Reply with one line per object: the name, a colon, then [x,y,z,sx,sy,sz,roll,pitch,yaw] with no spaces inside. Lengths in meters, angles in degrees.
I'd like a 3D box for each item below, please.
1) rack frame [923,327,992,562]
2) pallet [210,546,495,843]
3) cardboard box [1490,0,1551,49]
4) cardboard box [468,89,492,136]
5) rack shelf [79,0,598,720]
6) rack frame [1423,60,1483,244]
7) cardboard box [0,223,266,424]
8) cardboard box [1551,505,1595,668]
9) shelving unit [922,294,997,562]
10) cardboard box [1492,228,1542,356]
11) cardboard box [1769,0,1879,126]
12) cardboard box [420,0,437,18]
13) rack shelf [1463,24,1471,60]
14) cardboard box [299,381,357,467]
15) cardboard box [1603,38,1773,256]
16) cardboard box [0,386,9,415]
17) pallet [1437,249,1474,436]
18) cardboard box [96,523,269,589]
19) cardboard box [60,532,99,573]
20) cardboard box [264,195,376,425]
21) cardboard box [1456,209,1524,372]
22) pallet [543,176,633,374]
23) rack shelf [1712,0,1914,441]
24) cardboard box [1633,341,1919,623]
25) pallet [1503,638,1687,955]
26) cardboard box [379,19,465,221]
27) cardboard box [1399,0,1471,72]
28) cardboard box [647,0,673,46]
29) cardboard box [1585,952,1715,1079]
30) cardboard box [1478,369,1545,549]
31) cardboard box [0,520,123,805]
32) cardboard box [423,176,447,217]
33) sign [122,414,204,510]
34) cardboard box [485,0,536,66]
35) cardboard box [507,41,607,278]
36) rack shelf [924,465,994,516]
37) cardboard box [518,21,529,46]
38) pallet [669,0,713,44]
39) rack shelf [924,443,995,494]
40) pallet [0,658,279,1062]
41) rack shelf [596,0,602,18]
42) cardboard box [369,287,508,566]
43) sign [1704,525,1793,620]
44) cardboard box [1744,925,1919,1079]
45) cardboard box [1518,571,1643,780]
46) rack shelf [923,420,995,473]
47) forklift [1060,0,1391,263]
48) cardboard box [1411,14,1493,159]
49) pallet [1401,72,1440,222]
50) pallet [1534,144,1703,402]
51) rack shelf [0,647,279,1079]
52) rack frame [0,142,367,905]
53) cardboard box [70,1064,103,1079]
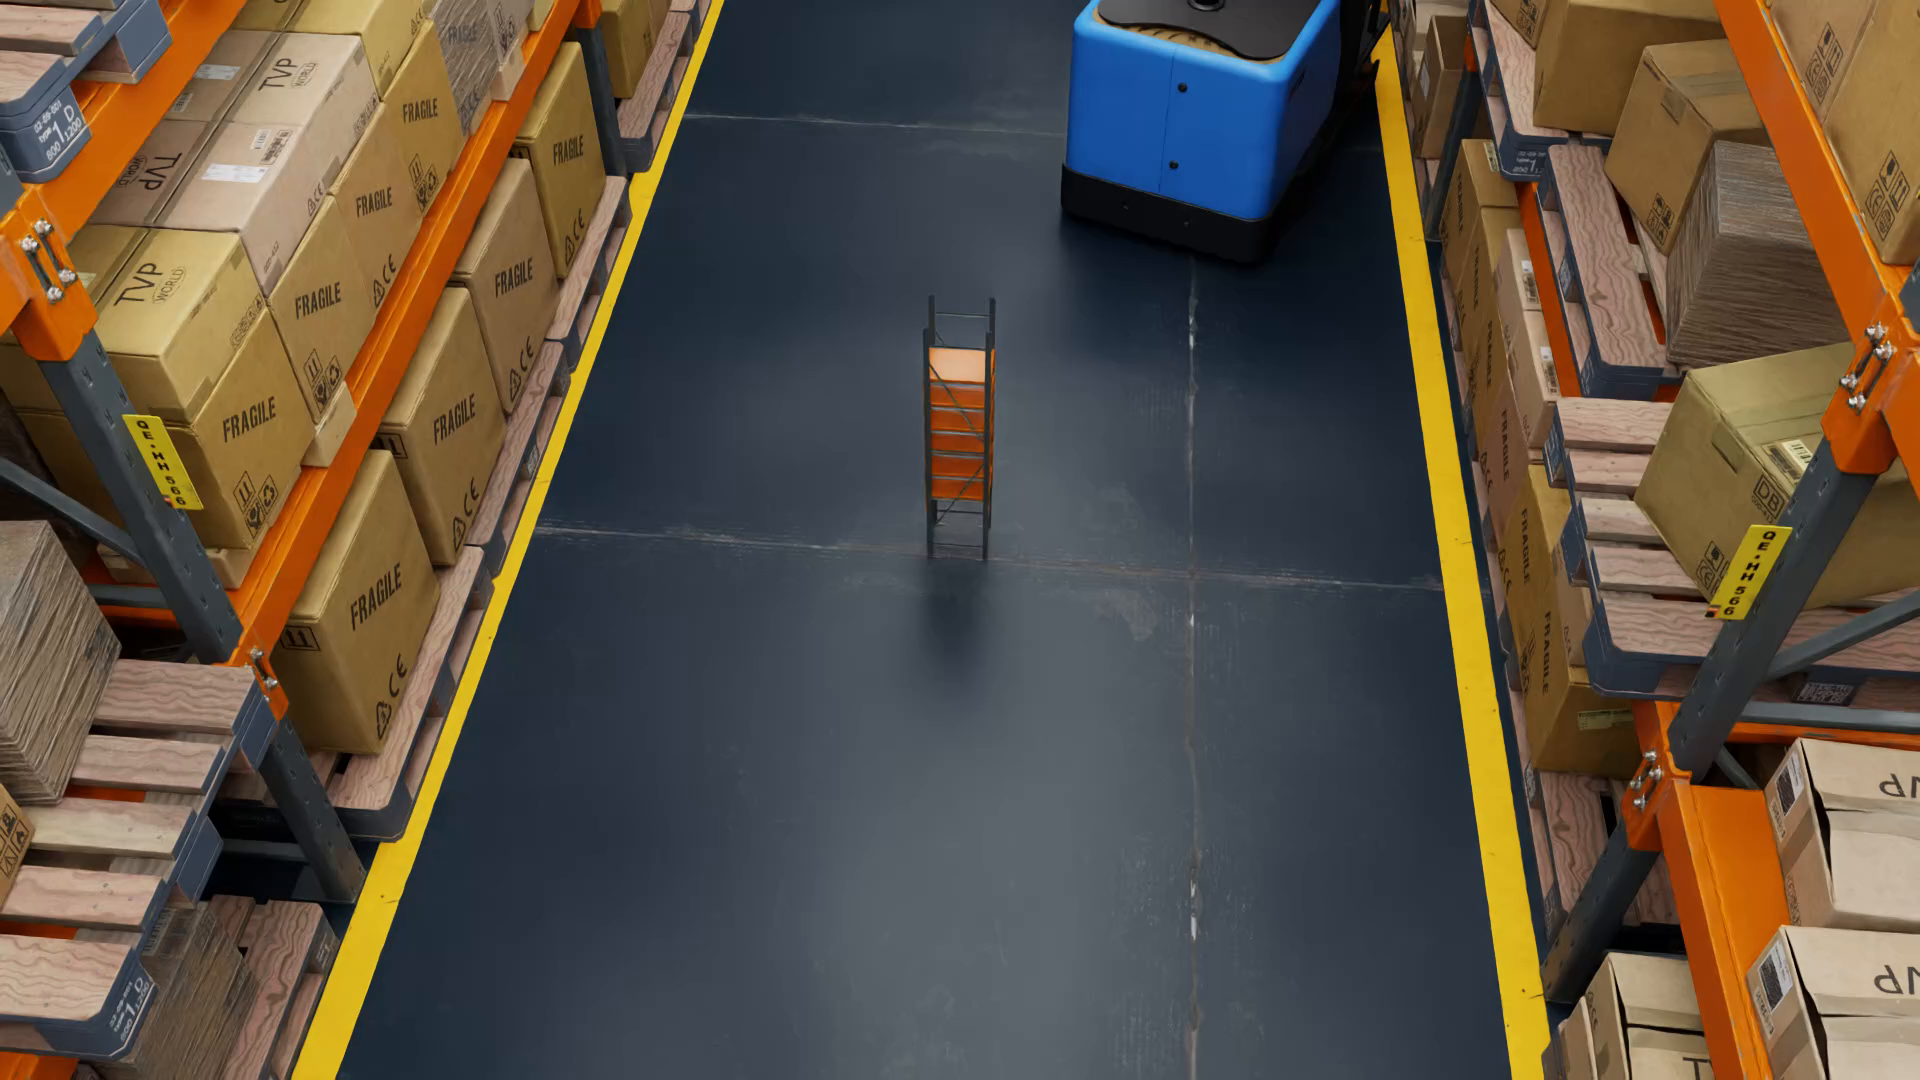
rack frame: [-0.010,-0.327,6.236,0.240,1.200,0.006,4,48,4]
pallet: [-2.389,0.510,6.141,1.003,0.211,1.213,4,48,4]
cardboard box: [2.496,-2.308,6.476,0.700,0.500,0.500,-11,48,-10]
cardboard box: [-2.043,-1.703,6.432,0.380,0.149,0.250,4,48,4]
rack shelf: [-2.354,-1.084,6.196,1.077,0.370,4.000,4,48,4]
rack frame: [2.762,-2.466,6.973,1.000,3.000,0.127,4,48,4]
cardboard box: [-2.235,-0.589,4.464,0.500,0.250,0.500,5,48,4]
cardboard box: [2.250,0.171,5.449,0.500,0.250,0.500,6,48,5]
shelving unit: [-0.001,-0.394,6.298,0.258,1.200,0.189,4,48,4]
cardboard box: [2.384,-0.950,6.474,0.500,0.250,0.500,4,48,4]
cardboard box: [2.450,-1.270,3.779,0.910,0.500,0.500,4,48,4]
cardboard box: [-2.062,-2.080,5.829,0.500,0.250,0.500,5,48,4]
rack shelf: [2.944,-3.693,8.582,1.077,0.370,4.000,4,48,4]
cardboard box: [-2.135,-0.380,5.221,0.380,0.149,0.250,5,48,5]
cardboard box: [2.662,-1.339,5.590,0.700,0.500,0.500,-7,48,-6]
cardboard box: [-2.753,-0.602,4.477,0.500,0.250,0.500,5,48,5]
pallet: [2.725,-0.925,7.453,1.003,0.211,1.213,4,48,4]
cardboard box: [-2.276,-0.005,4.879,0.380,0.149,0.250,3,48,3]
cardboard box: [-2.762,-0.036,4.906,0.380,0.149,0.250,5,48,4]
cardboard box: [-2.180,-0.722,5.095,0.500,0.500,0.500,5,48,5]
cardboard box: [2.437,-1.039,7.063,0.500,0.500,0.500,4,48,4]
pallet: [-2.167,-1.283,7.781,1.003,0.211,1.213,4,48,4]
rack shelf: [2.579,-1.766,4.787,1.077,0.370,4.000,4,48,4]
cardboard box: [2.342,-0.173,4.523,0.700,0.500,0.500,-11,48,-10]
pallet: [2.503,0.868,5.813,1.003,0.211,1.213,4,48,4]
cardboard box: [-2.094,-1.470,5.779,0.500,0.500,0.500,5,48,5]
cardboard box: [2.599,-2.696,8.707,0.500,0.311,0.500,4,48,4]
cardboard box: [-1.952,-3.006,8.876,0.700,0.500,0.500,3,48,3]
cardboard box: [2.057,1.435,4.603,0.500,0.311,0.500,5,48,5]
cardboard box: [2.338,-0.301,6.388,0.500,0.500,0.500,2,48,2]
cardboard box: [-2.569,0.307,4.071,0.700,0.500,0.500,-1,48,-1]
cardboard box: [-2.116,-1.326,6.087,0.380,0.149,0.250,5,48,5]
sign: [-1.995,-0.192,4.161,0.100,0.325,0.005,4,48,4]
cardboard box: [-1.999,-2.206,6.452,0.500,0.500,0.500,4,48,4]
cardboard box: [-2.102,-1.726,7.468,0.750,0.750,0.750,4,48,4]
rack shelf: [-0.001,-0.202,6.507,0.258,0.103,0.180,4,48,4]
cardboard box: [-1.989,-2.077,6.773,0.380,0.149,0.250,5,48,5]
pallet: [-1.916,-3.308,9.632,1.003,0.211,1.213,4,48,4]
rack shelf: [-0.001,-0.283,6.419,0.258,0.103,0.180,4,48,4]
pallet: [-2.495,0.738,4.172,1.213,0.211,1.003,4,48,4]
rack shelf: [-1.989,-4.023,8.885,1.077,0.370,4.000,4,48,4]
cardboard box: [-2.252,-0.448,6.299,0.750,0.750,0.750,4,48,3]
sign: [1.856,0.080,3.913,0.100,0.325,0.005,4,48,4]
cardboard box: [2.123,1.148,3.728,0.500,0.311,0.500,3,48,3]
cardboard box: [2.249,0.465,5.687,0.500,0.500,0.500,6,48,5]
rack shelf: [-0.001,-0.364,6.330,0.258,0.103,0.180,4,48,4]
forklift: [1.593,-3.396,7.870,1.130,2.935,3.031,20,51,17]
cardboard box: [2.531,-2.209,8.133,0.500,0.500,0.500,4,48,4]
pallet: [2.825,-2.029,8.463,1.003,0.211,1.213,4,48,4]
pallet: [2.570,-0.891,5.662,1.003,0.211,1.213,4,48,4]
rack shelf: [-2.719,1.855,3.508,1.077,0.370,4.000,4,48,4]
rack frame: [-2.536,0.143,4.587,1.000,3.000,0.127,4,48,4]
cardboard box: [-2.713,1.741,4.520,0.700,0.500,0.500,4,48,3]
